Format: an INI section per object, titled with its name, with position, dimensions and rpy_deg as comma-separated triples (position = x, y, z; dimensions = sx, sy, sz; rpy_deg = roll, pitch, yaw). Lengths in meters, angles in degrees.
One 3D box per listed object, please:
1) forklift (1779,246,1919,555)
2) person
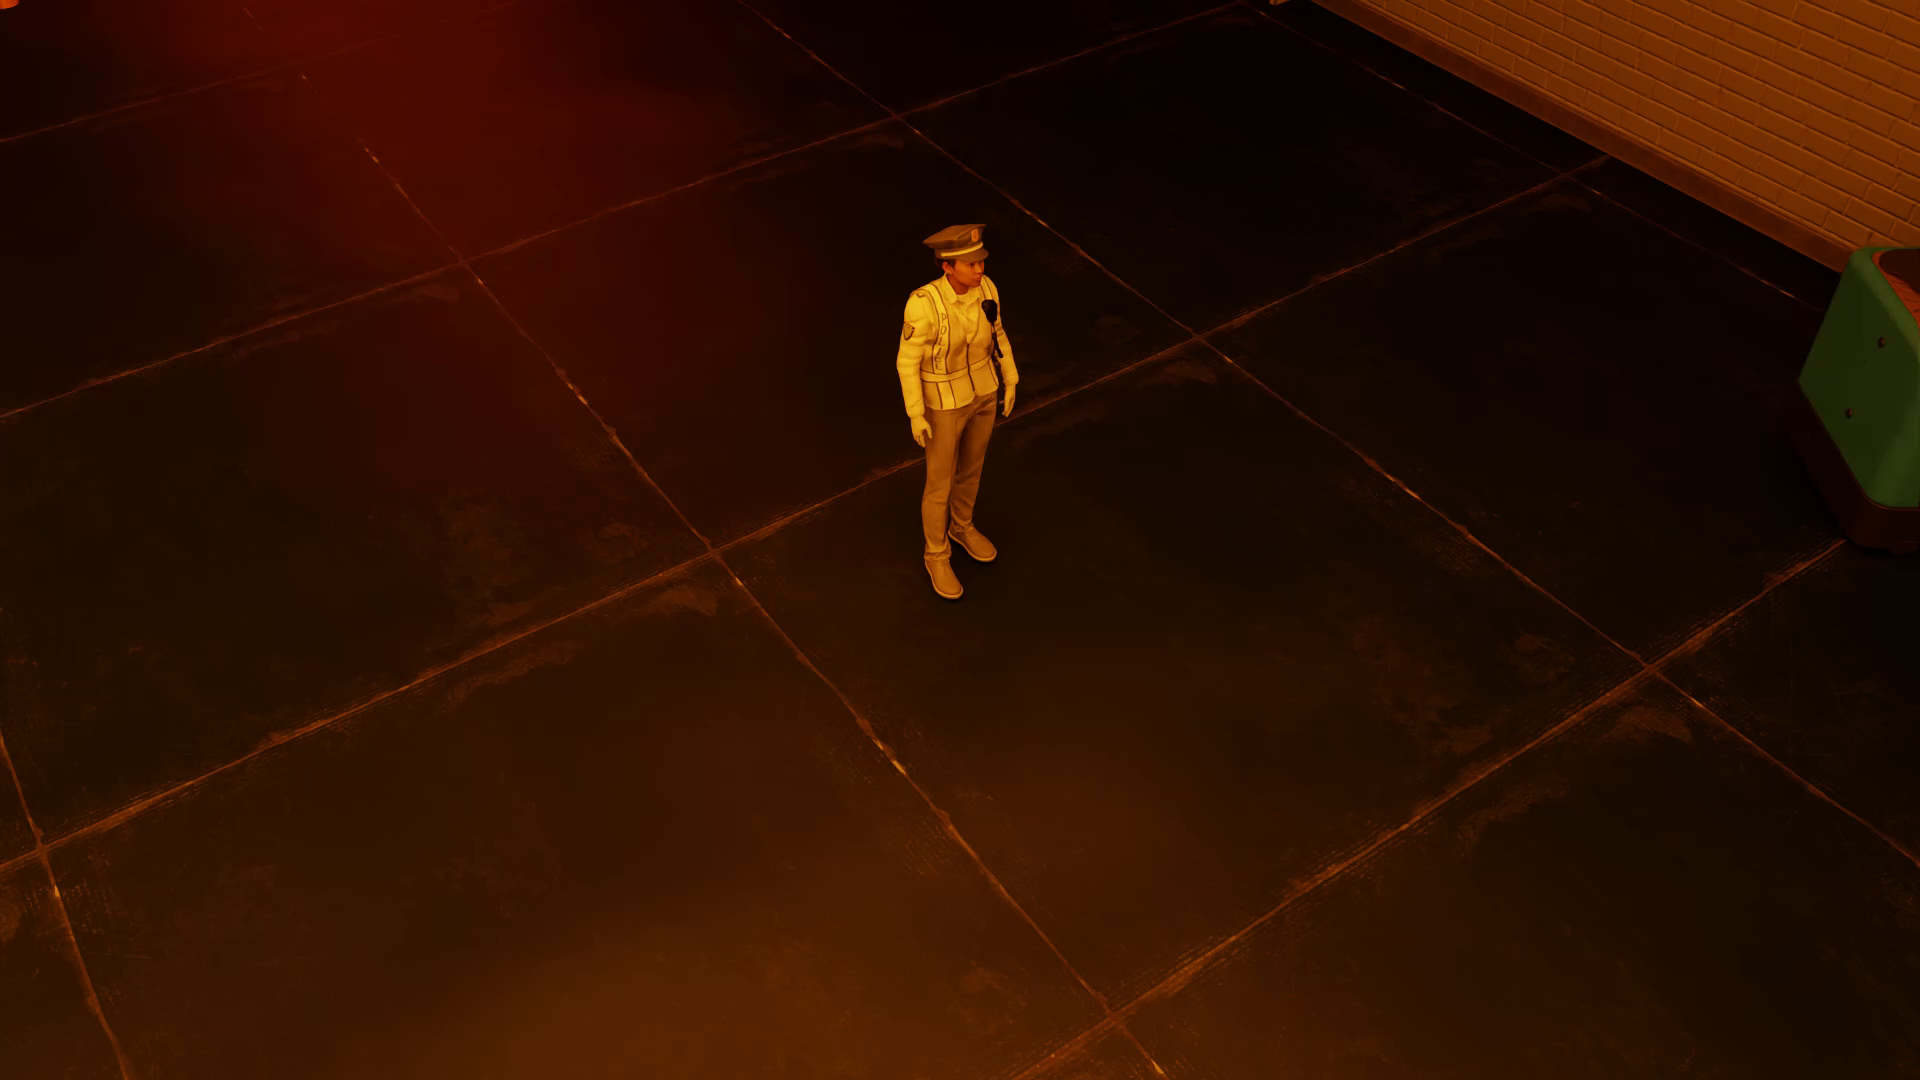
[forklift]
position = 5.667, -1.340, 7.170
dimensions = 3.031, 2.935, 1.130
rpy_deg = 0, 43, 0
[person]
position = 0.034, -0.587, 7.255
dimensions = 0.587, 1.694, 0.530
rpy_deg = -25, 48, -25
